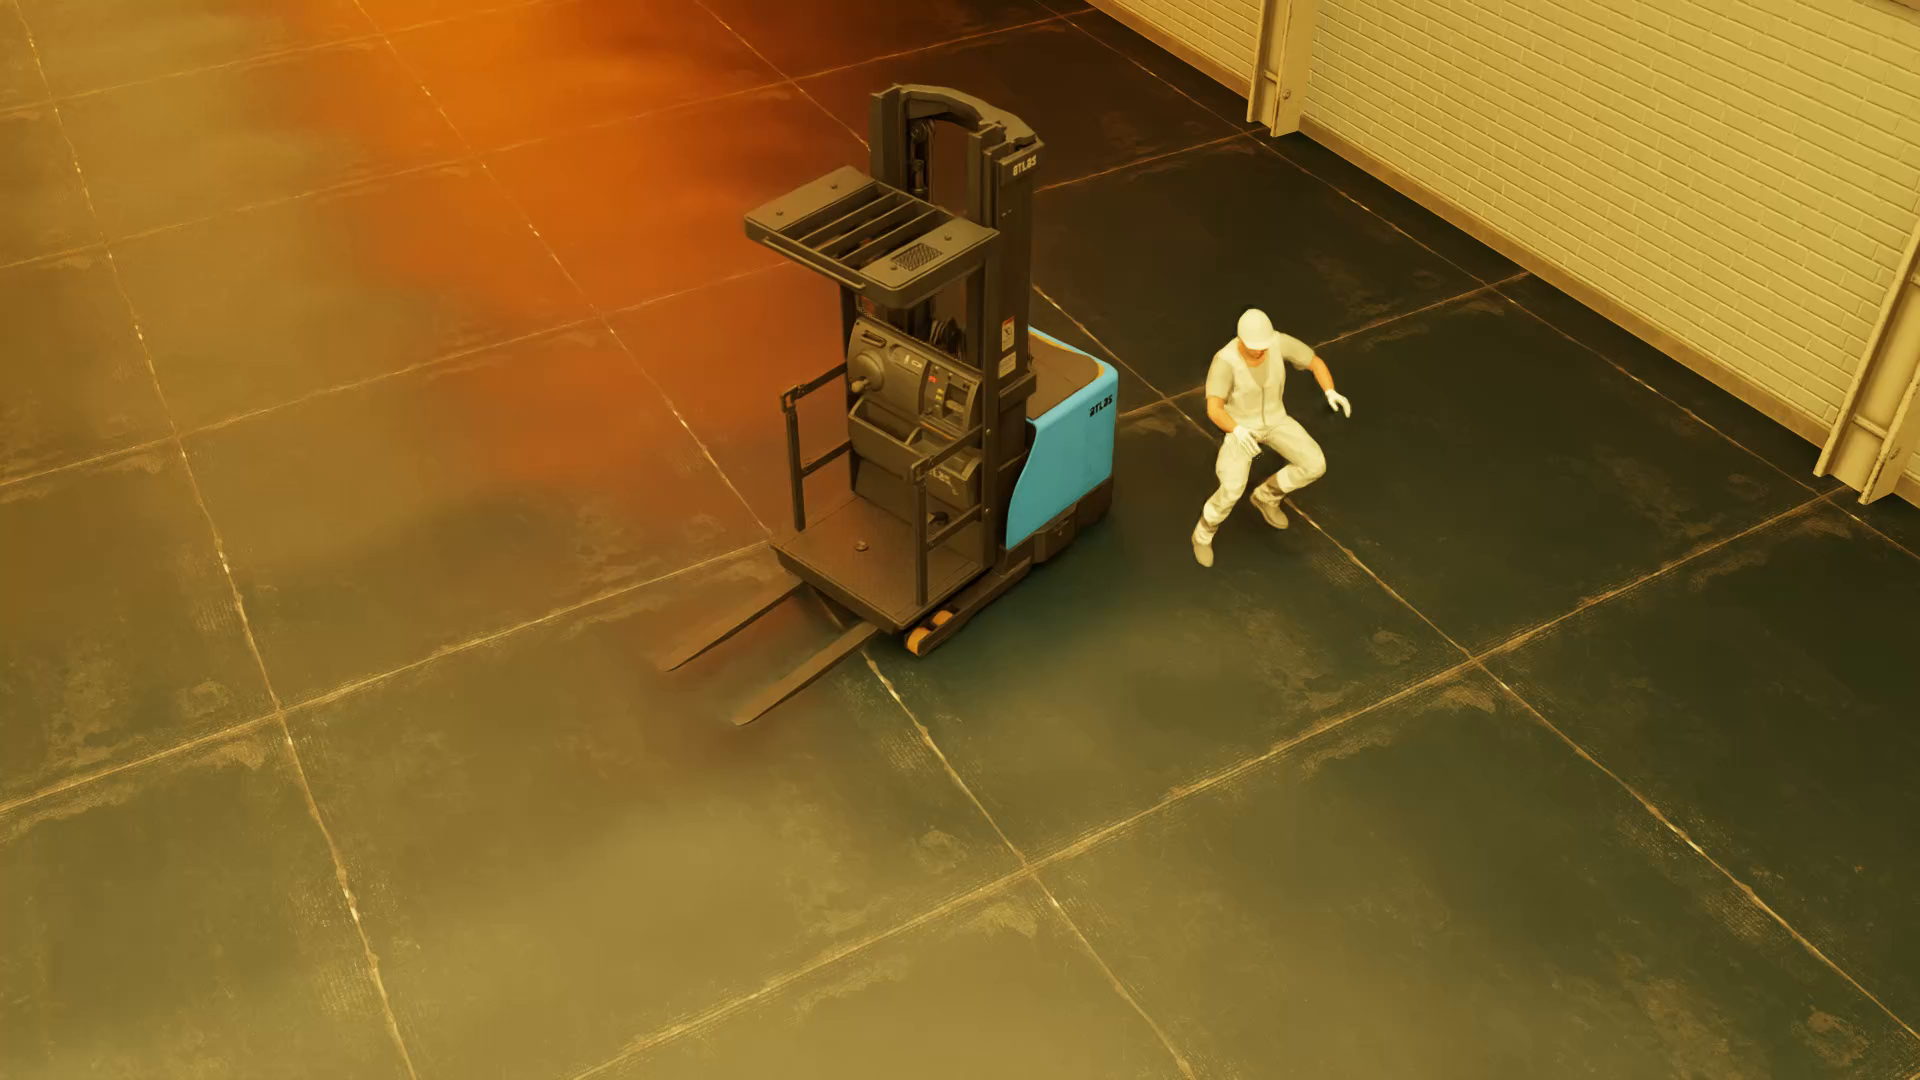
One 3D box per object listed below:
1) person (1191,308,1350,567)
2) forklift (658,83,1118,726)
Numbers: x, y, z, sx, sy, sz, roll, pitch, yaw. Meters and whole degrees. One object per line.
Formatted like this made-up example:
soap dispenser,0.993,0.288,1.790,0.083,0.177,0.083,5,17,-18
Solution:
person,1.805,-0.621,9.905,0.865,1.577,0.778,-13,41,-15
forklift,-0.403,-0.831,9.039,1.130,2.935,3.031,30,48,31
